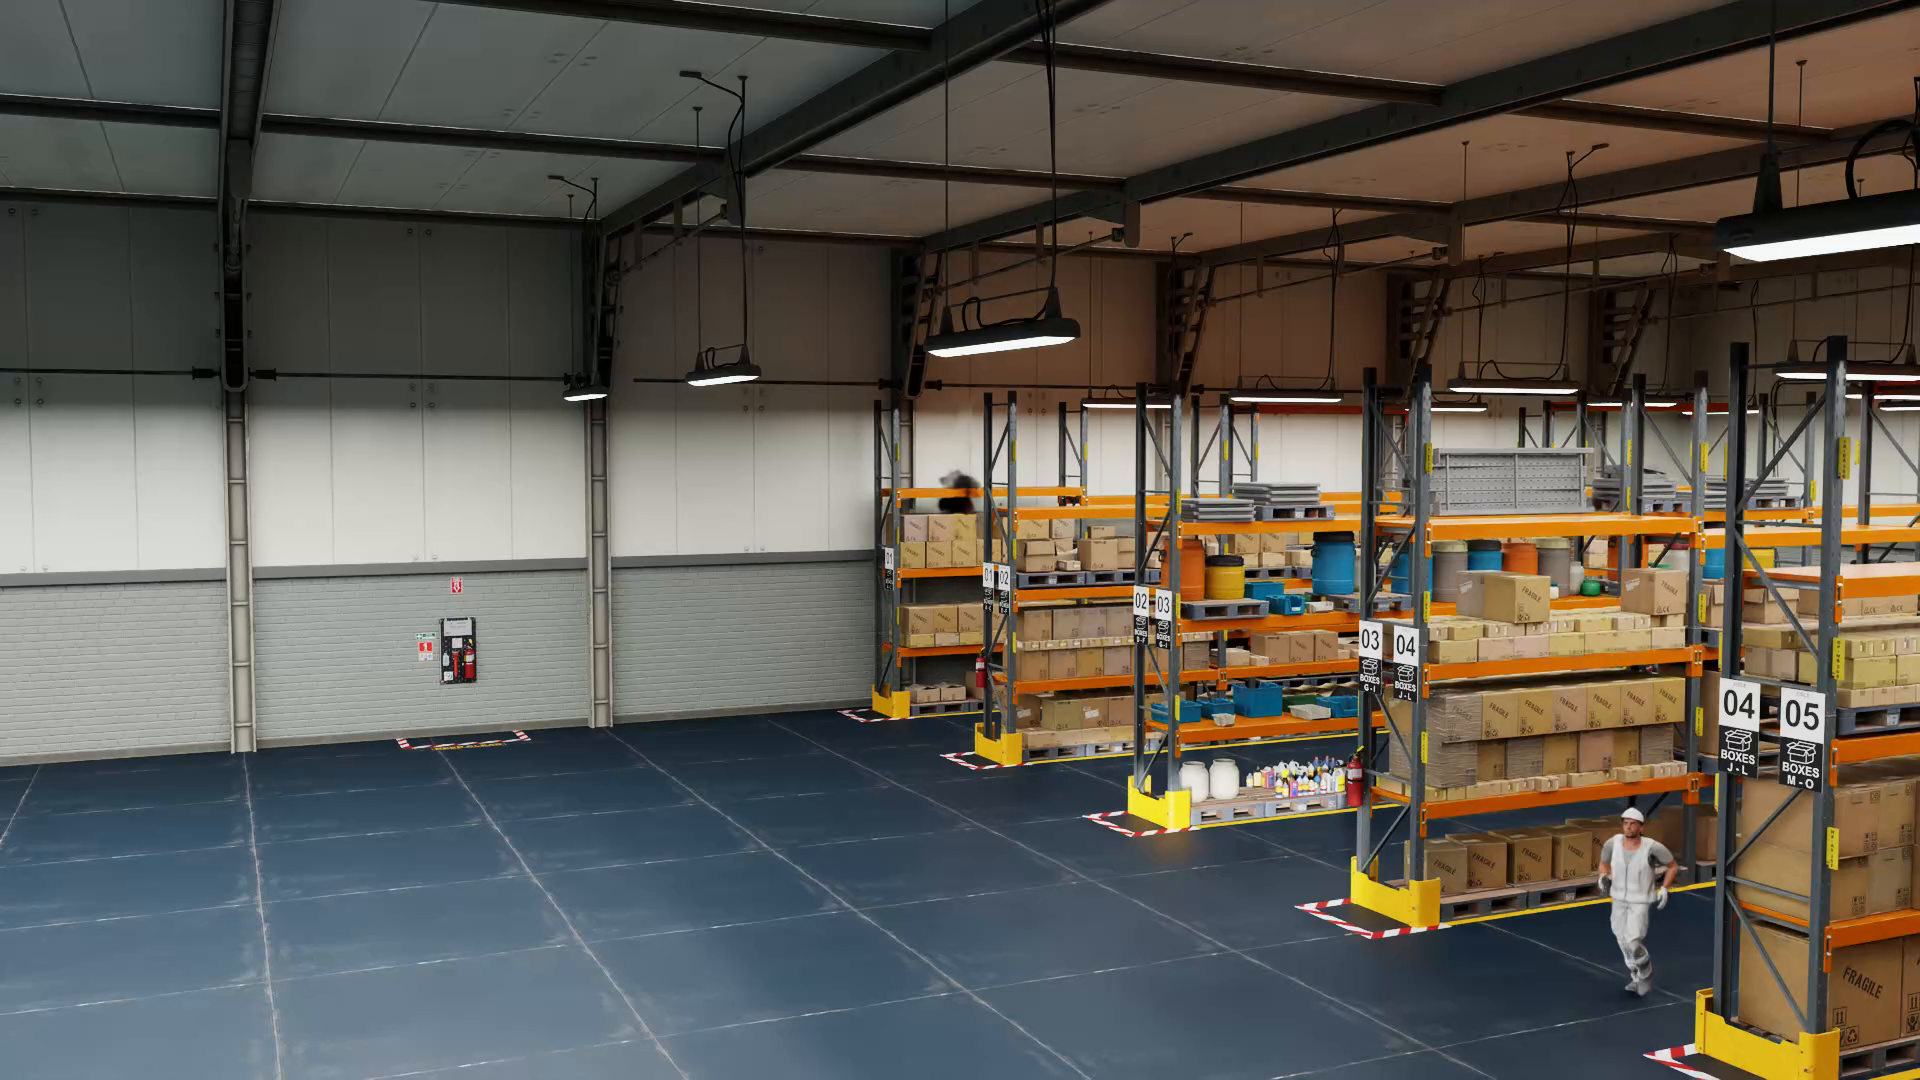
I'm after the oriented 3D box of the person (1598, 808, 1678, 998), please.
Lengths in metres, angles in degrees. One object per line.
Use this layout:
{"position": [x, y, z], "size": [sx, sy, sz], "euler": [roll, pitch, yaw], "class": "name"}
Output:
{"position": [6.237, 3.375, 15.492], "size": [0.640, 1.762, 0.647], "euler": [-3, 5, -43], "class": "person"}
